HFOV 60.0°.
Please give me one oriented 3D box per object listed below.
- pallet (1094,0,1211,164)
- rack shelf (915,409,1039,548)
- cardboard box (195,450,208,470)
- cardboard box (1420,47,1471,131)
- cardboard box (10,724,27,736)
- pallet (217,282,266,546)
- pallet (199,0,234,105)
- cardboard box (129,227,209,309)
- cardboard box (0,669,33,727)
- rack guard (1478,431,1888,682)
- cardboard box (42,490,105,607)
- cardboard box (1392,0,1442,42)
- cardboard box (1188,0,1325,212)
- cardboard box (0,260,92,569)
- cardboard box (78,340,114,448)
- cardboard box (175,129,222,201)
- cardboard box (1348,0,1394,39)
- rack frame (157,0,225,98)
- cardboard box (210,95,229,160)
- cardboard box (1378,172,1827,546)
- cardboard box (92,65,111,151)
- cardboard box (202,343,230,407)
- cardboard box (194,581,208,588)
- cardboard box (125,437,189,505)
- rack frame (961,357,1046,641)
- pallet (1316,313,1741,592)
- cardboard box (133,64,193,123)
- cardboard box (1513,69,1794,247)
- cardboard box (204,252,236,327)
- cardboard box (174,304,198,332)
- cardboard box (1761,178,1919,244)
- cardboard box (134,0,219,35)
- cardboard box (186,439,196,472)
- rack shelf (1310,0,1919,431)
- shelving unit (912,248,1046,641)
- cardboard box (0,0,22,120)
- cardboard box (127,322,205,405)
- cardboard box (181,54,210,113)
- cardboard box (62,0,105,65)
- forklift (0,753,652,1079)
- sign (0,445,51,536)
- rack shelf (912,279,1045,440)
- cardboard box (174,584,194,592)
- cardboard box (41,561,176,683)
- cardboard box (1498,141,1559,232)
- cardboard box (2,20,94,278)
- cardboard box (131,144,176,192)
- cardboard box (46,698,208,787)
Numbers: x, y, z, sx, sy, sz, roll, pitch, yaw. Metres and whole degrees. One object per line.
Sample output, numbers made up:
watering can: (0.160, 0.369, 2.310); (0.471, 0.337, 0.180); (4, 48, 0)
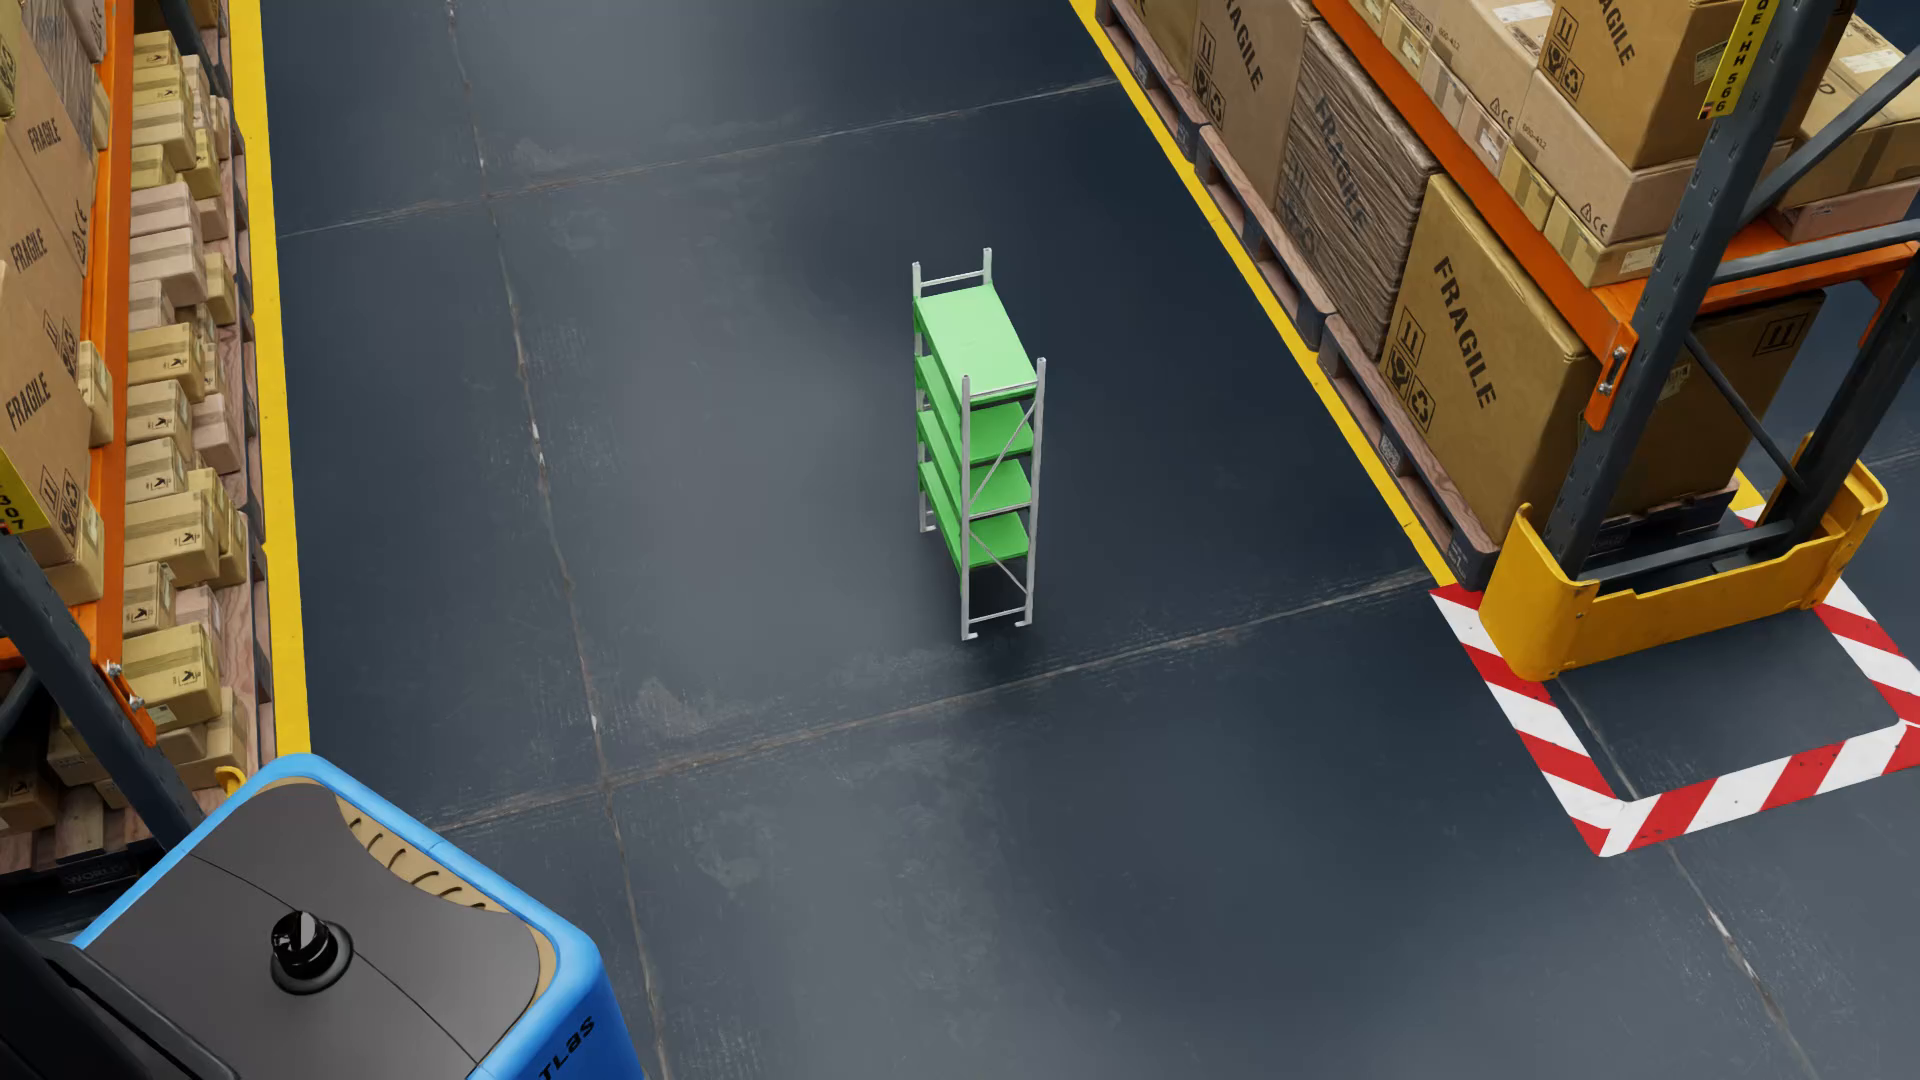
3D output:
pallet: (1.278, -2.220, 7.483); (1.003, 0.211, 1.213); (-13, 51, -11)
rack shelf: (0.049, -0.225, 5.238); (0.258, 0.148, 0.480); (-13, 51, -11)
cardboard box: (-2.679, -0.123, 5.481); (0.380, 0.149, 0.250); (-13, 51, -11)
cardboard box: (1.666, -1.431, 5.159); (0.380, 0.149, 0.250); (-13, 51, -10)
cardboard box: (-2.985, 0.559, 4.907); (0.380, 0.149, 0.250); (-12, 51, -10)
pallet: (-3.043, -0.370, 5.924); (1.003, 0.211, 1.213); (-13, 51, -11)
pallet: (-3.872, -2.313, 7.562); (1.003, 0.211, 1.213); (-13, 51, -11)
cardboard box: (-2.830, -0.915, 5.760); (0.380, 0.149, 0.250); (-15, 51, -12)
cardboard box: (-2.912, 0.441, 4.812); (0.380, 0.149, 0.250); (-14, 51, -12)
rack guard: (2.318, 0.053, 5.378); (1.175, 0.500, 0.348); (-13, 51, -11)
cardboard box: (-2.240, 0.048, 3.912); (0.380, 0.149, 0.250); (-14, 51, -11)
cardboard box: (1.614, -1.854, 5.254); (0.500, 0.250, 0.500); (-15, 51, -12)
cardboard box: (1.513, -1.985, 6.576); (0.875, 0.875, 0.875); (-13, 51, -11)
cardboard box: (-2.326, -0.241, 3.731); (0.500, 0.500, 0.500); (-11, 51, -9)
cardboard box: (-2.383, -0.337, 4.237); (0.380, 0.149, 0.250); (-15, 51, -12)
cardboard box: (-3.055, -1.412, 6.373); (0.380, 0.149, 0.250); (-15, 51, -12)
cardboard box: (1.510, -1.810, 5.478); (0.380, 0.149, 0.250); (-13, 51, -11)
rack frame: (-3.640, -2.644, 6.017); (1.000, 3.000, 0.127); (-13, 51, -11)
cardboard box: (-3.199, -1.651, 6.770); (0.380, 0.149, 0.250); (-13, 51, -11)
cardboard box: (2.045, -0.670, 5.468); (0.875, 0.875, 0.875); (-13, 51, -11)
cardboard box: (-2.801, -1.282, 5.033); (0.380, 0.149, 0.250); (-12, 51, -10)
cardboard box: (-2.777, -0.521, 5.817); (0.380, 0.149, 0.250); (-13, 51, -11)
cardboard box: (-2.542, 0.254, 5.164); (0.380, 0.149, 0.250); (-13, 51, -11)
cardboard box: (-2.589, -0.140, 5.107); (0.380, 0.149, 0.250); (-16, 52, -13)
rack frame: (0.121, -0.088, 5.039); (0.240, 1.200, 0.015); (-13, 51, -11)
pallet: (2.000, -0.438, 5.981); (1.003, 0.211, 1.213); (-13, 51, -11)
cardboard box: (-3.173, -1.673, 6.400); (0.380, 0.149, 0.250); (-13, 51, -11)
cardboard box: (1.914, -1.112, 4.629); (0.500, 0.250, 0.500); (-14, 51, -12)
cardboard box: (-2.893, -0.895, 6.133); (0.380, 0.149, 0.250); (-13, 51, -11)
cardboard box: (-2.921, -0.824, 5.878); (0.380, 0.149, 0.250); (-16, 52, -13)
cardboard box: (2.521, -1.023, 4.815); (0.380, 0.149, 0.250); (-13, 51, -11)
cardboard box: (-3.605, -2.573, 7.318); (0.500, 0.500, 0.500); (-12, 51, -10)
cardboard box: (-2.692, -0.231, 5.378); (0.380, 0.149, 0.250); (-16, 52, -13)
rack shelf: (1.719, -1.999, 5.944); (1.077, 0.370, 4.000); (-13, 51, -11)
shelving unit: (0.049, -0.266, 5.189); (0.258, 1.200, 0.503); (-13, 51, -11)
cardboard box: (-2.624, -1.313, 3.981); (0.500, 0.500, 0.500); (-14, 51, -12)
cardboard box: (-2.696, -0.547, 5.450); (0.380, 0.149, 0.250); (-13, 51, -10)
cardboard box: (-3.243, -1.798, 6.699); (0.380, 0.149, 0.250); (-12, 51, -10)
cardboard box: (-2.929, -1.740, 4.995); (0.500, 0.500, 0.500); (-14, 51, -11)
forklift: (-1.998, 1.373, 2.676); (1.130, 2.935, 3.031); (27, 55, 21)
sign: (-1.939, -0.124, 3.327); (0.100, 0.325, 0.005); (-13, 51, -11)
rack shelf: (0.049, -0.534, 4.871); (0.258, 0.148, 0.480); (-13, 51, -11)
cardboard box: (-2.551, 0.153, 5.055); (0.380, 0.149, 0.250); (-13, 51, -11)
cardboard box: (-2.484, 0.236, 4.790); (0.380, 0.149, 0.250); (-12, 51, -10)
cardboard box: (1.812, -1.064, 4.850); (0.380, 0.149, 0.250); (-13, 51, -11)
cardboard box: (-2.642, -0.987, 4.360); (0.500, 0.500, 0.500); (-13, 51, -10)
cardboard box: (-3.090, -1.286, 6.073); (0.380, 0.149, 0.250); (-12, 51, -10)
cardboard box: (-2.367, 0.524, 4.741); (0.380, 0.149, 0.250); (-11, 51, -9)
